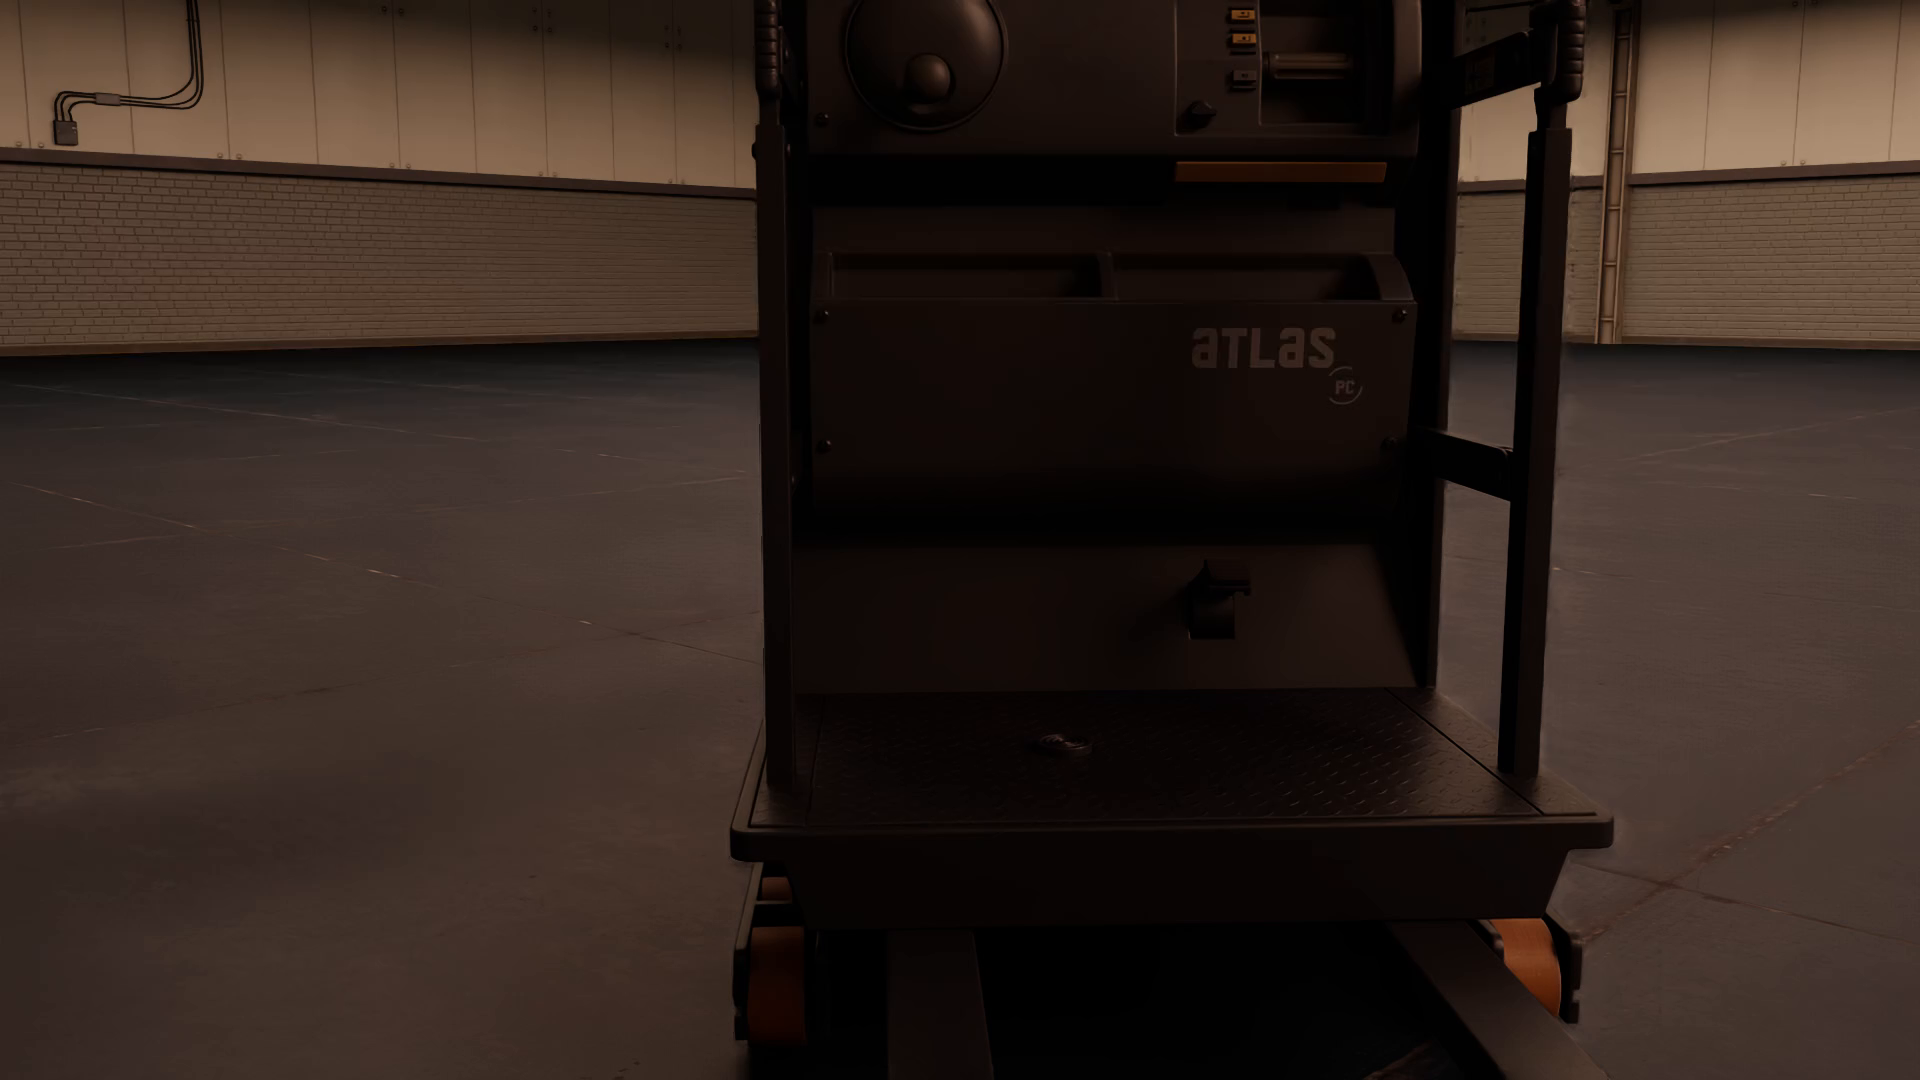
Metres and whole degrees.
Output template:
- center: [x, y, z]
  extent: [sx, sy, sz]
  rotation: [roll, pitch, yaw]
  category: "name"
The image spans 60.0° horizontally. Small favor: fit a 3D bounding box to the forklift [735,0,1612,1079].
- center: [0.241, -0.831, 2.391]
  extent: [1.130, 2.935, 3.031]
  rotation: [0, 9, -3]
  category: "forklift"
